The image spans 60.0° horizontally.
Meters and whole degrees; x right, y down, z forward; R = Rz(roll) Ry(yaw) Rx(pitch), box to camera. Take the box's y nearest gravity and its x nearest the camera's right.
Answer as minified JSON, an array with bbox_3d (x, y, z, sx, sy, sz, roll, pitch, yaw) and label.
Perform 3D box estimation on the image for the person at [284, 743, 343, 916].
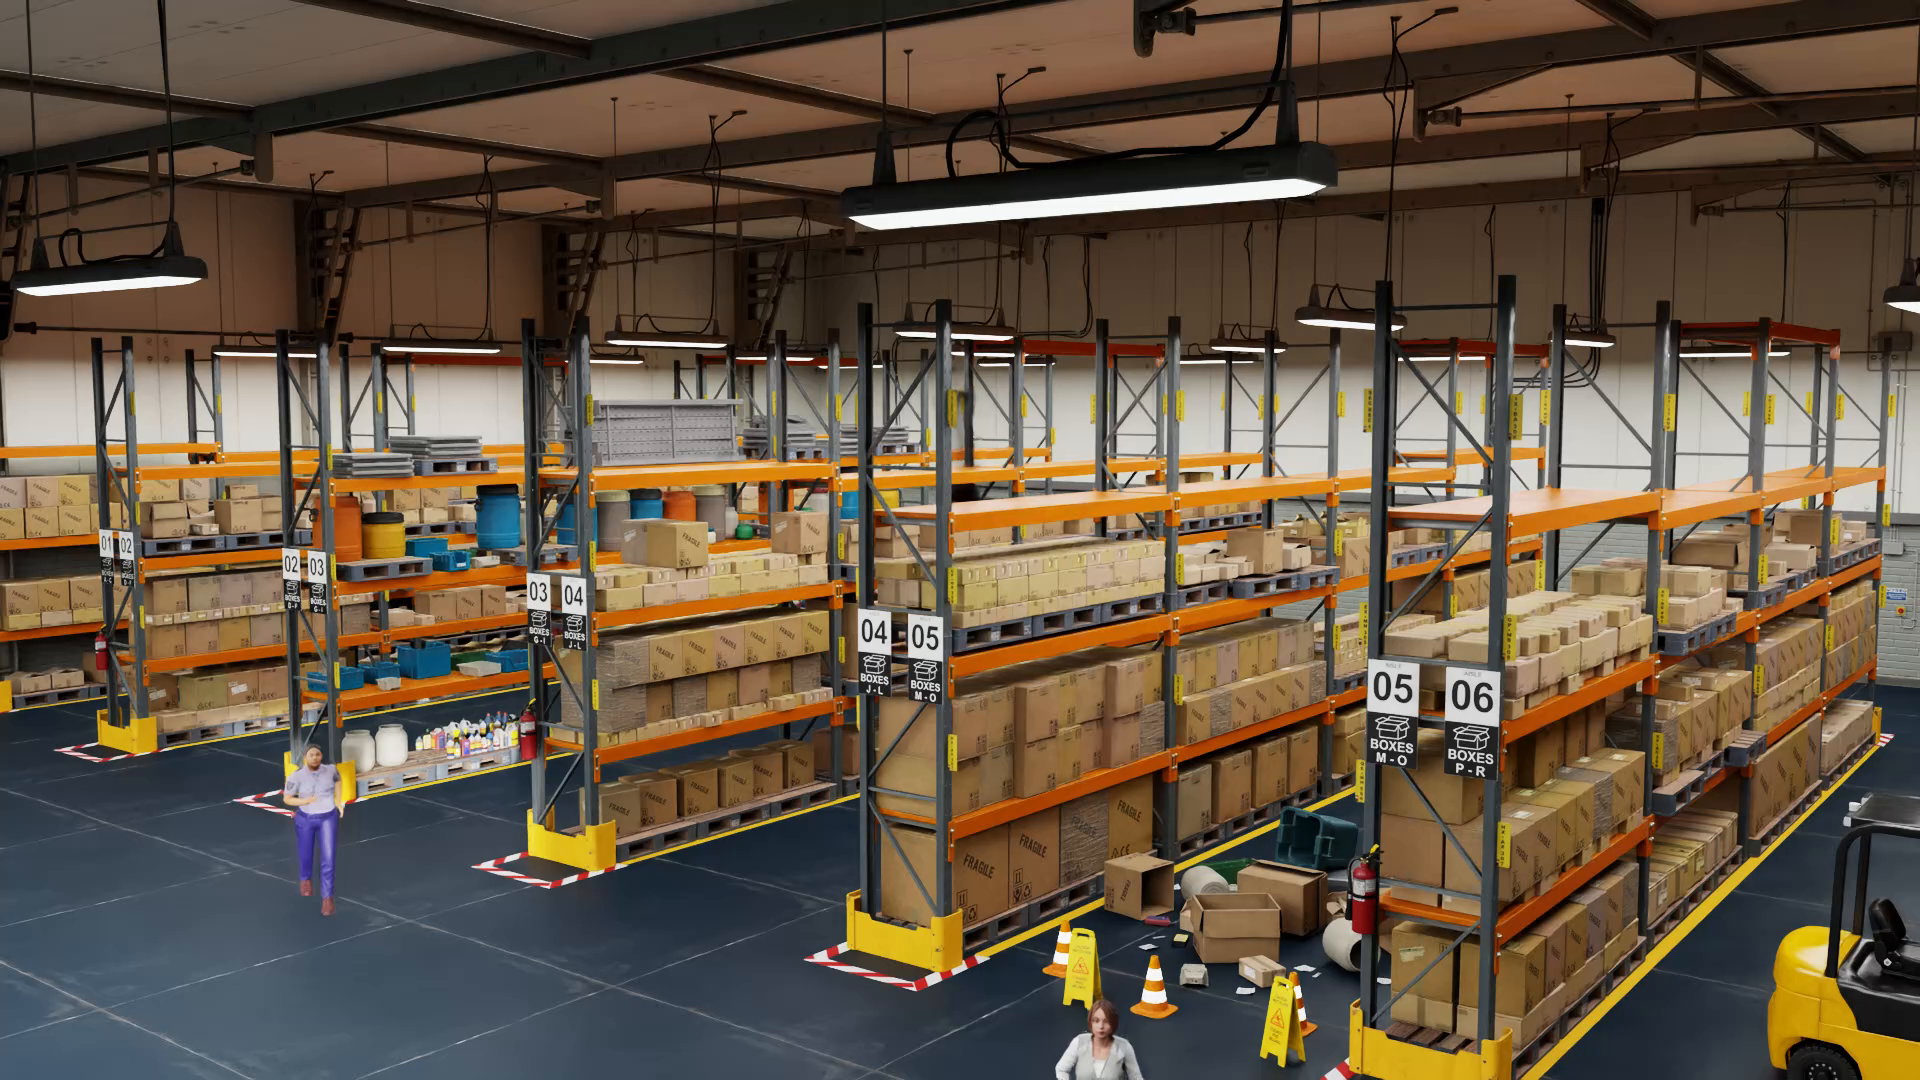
[{"bbox_3d":[-6.516,2.872,16.796,0.590,1.657,0.909,-3,6,-27],"label":"person"}]

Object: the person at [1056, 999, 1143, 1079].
[{"bbox_3d":[0.831,3.575,9.997,0.544,1.463,0.547,1,5,9],"label":"person"}]
